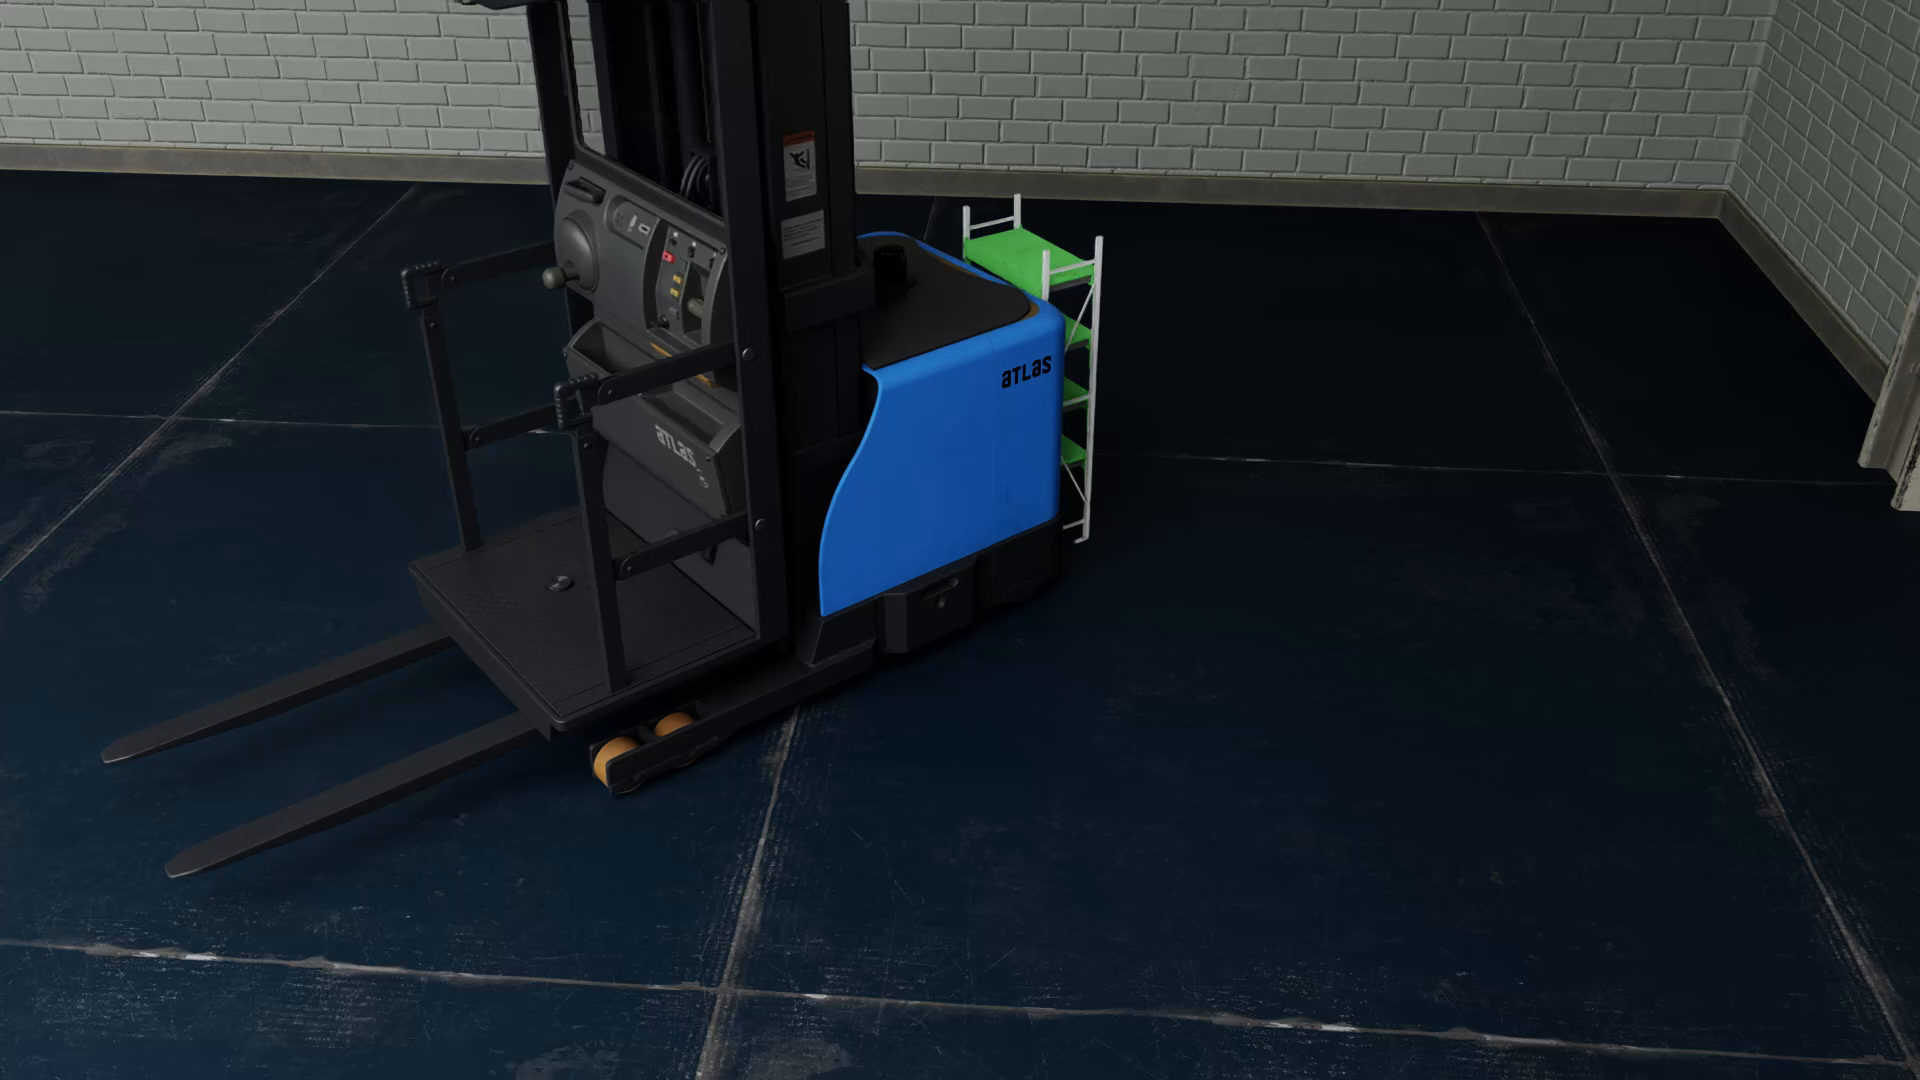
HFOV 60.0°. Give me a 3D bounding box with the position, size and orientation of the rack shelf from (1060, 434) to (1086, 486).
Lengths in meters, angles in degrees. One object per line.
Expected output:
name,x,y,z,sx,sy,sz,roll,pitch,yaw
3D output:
rack shelf,0.248,-0.333,6.225,0.258,0.148,0.480,-19,36,-28

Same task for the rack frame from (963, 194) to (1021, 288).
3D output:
rack frame,0.115,-0.699,6.240,0.240,1.200,0.015,-19,36,-28

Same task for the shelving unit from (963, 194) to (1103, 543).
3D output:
shelving unit,0.247,-0.591,6.066,0.258,1.200,0.503,-19,36,-28

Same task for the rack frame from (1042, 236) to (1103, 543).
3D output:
rack frame,0.380,-0.484,5.891,0.240,1.200,0.015,-19,36,-28

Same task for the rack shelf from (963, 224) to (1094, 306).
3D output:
rack shelf,0.247,-0.946,5.848,0.258,0.148,0.480,-19,36,-28

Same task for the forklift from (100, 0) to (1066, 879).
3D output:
forklift,-1.105,-0.799,4.753,3.031,2.935,1.130,-23,38,-32

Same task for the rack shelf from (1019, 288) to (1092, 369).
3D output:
rack shelf,0.247,-0.741,5.974,0.258,0.148,0.480,-19,36,-28

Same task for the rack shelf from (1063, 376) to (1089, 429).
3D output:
rack shelf,0.248,-0.537,6.099,0.258,0.148,0.480,-19,36,-28
